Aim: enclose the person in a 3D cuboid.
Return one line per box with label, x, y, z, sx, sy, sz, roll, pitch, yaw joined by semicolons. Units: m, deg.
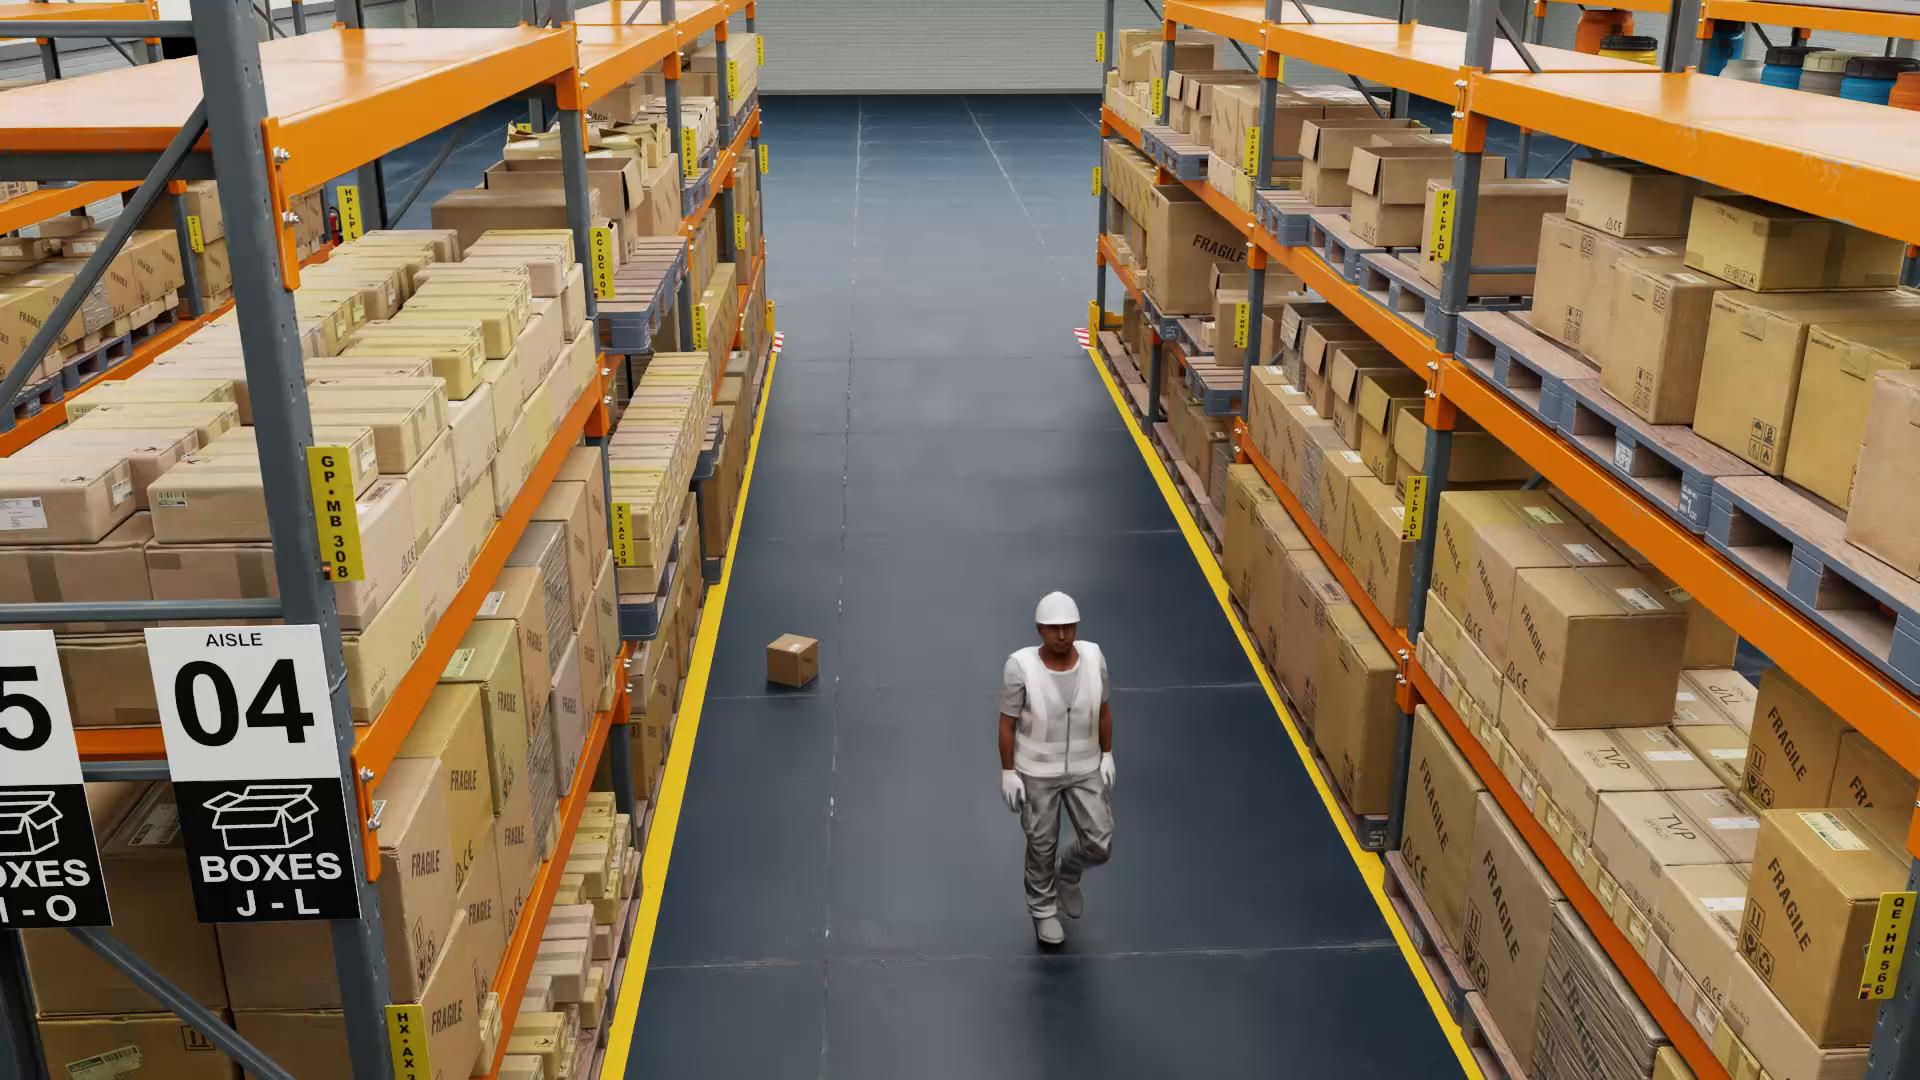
person;0.483;1.101;7.959;0.600;1.777;0.472;-5;21;-13
